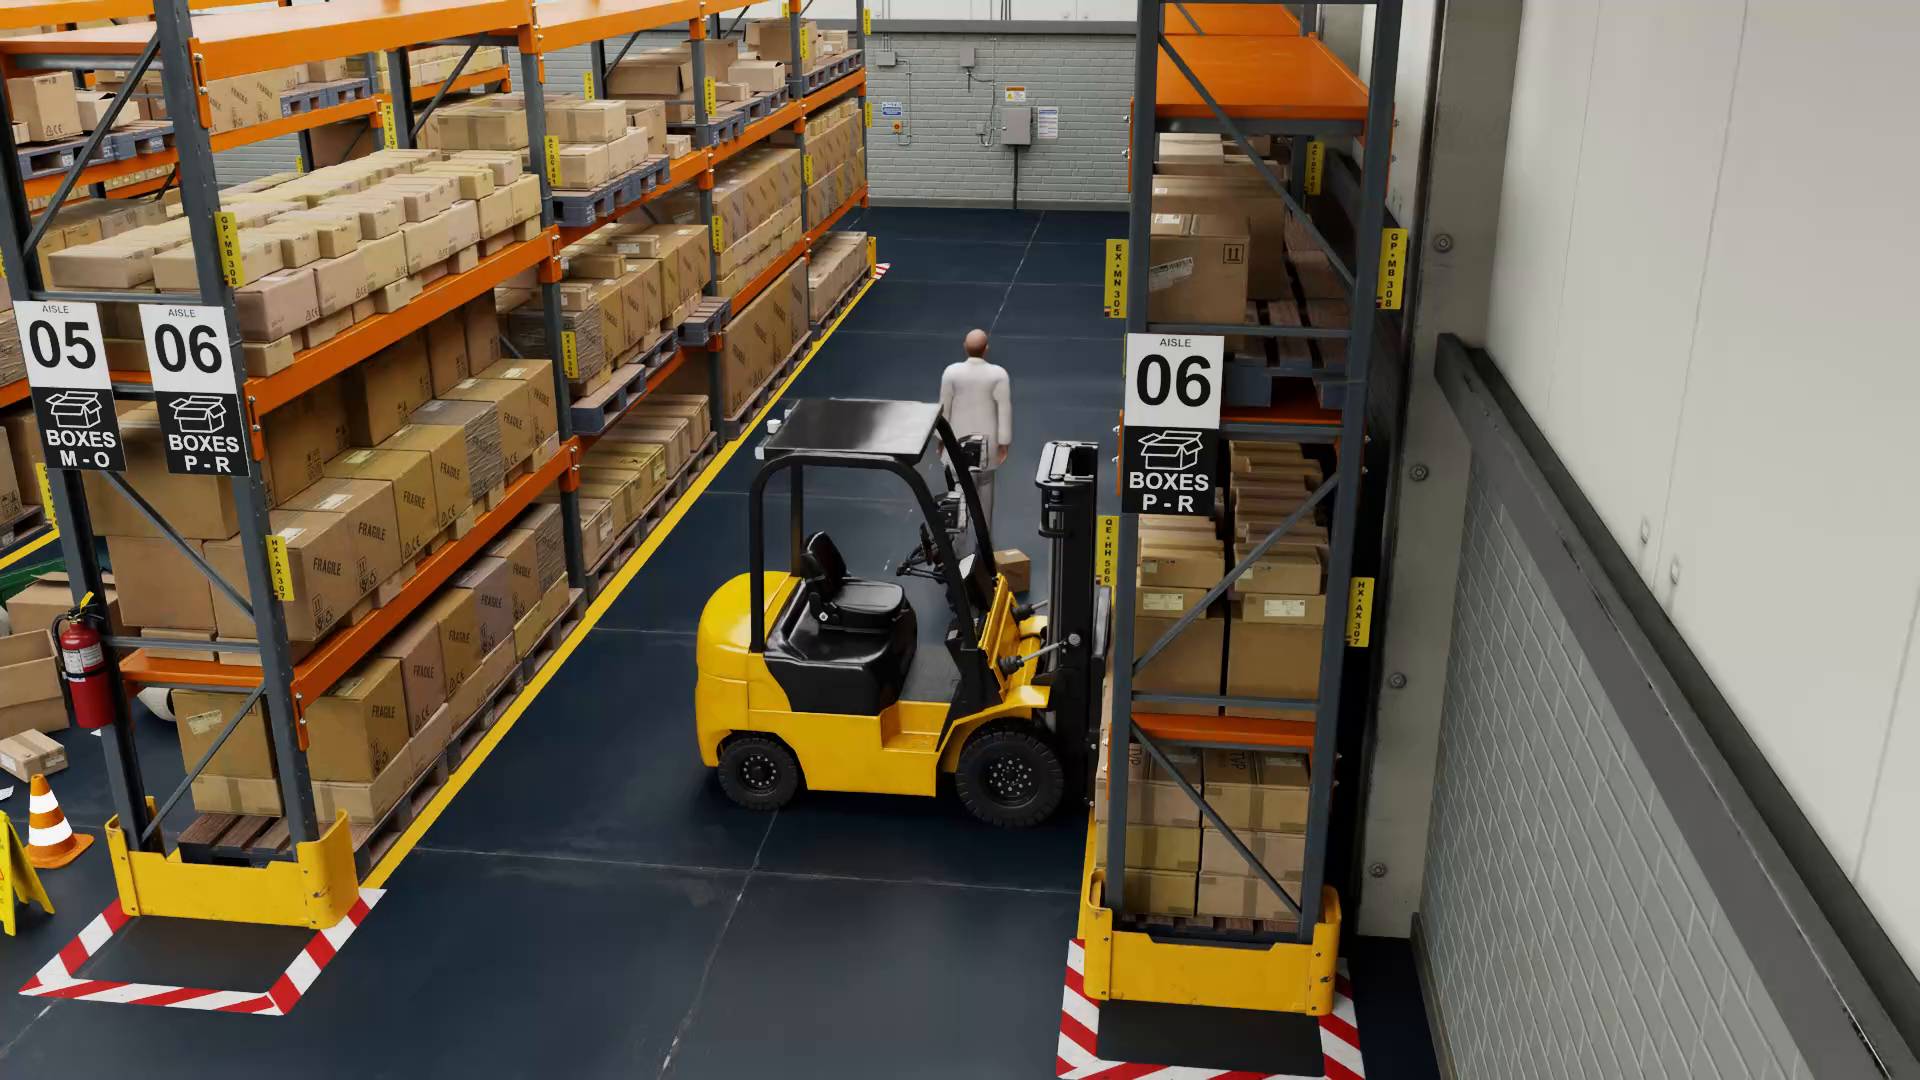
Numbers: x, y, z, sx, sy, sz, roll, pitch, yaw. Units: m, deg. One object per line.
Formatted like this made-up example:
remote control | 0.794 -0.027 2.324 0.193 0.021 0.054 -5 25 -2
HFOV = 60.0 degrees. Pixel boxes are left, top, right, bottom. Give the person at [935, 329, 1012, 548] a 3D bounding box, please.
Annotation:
person | 0.106 -0.786 13.090 0.604 1.764 0.717 0 21 0
